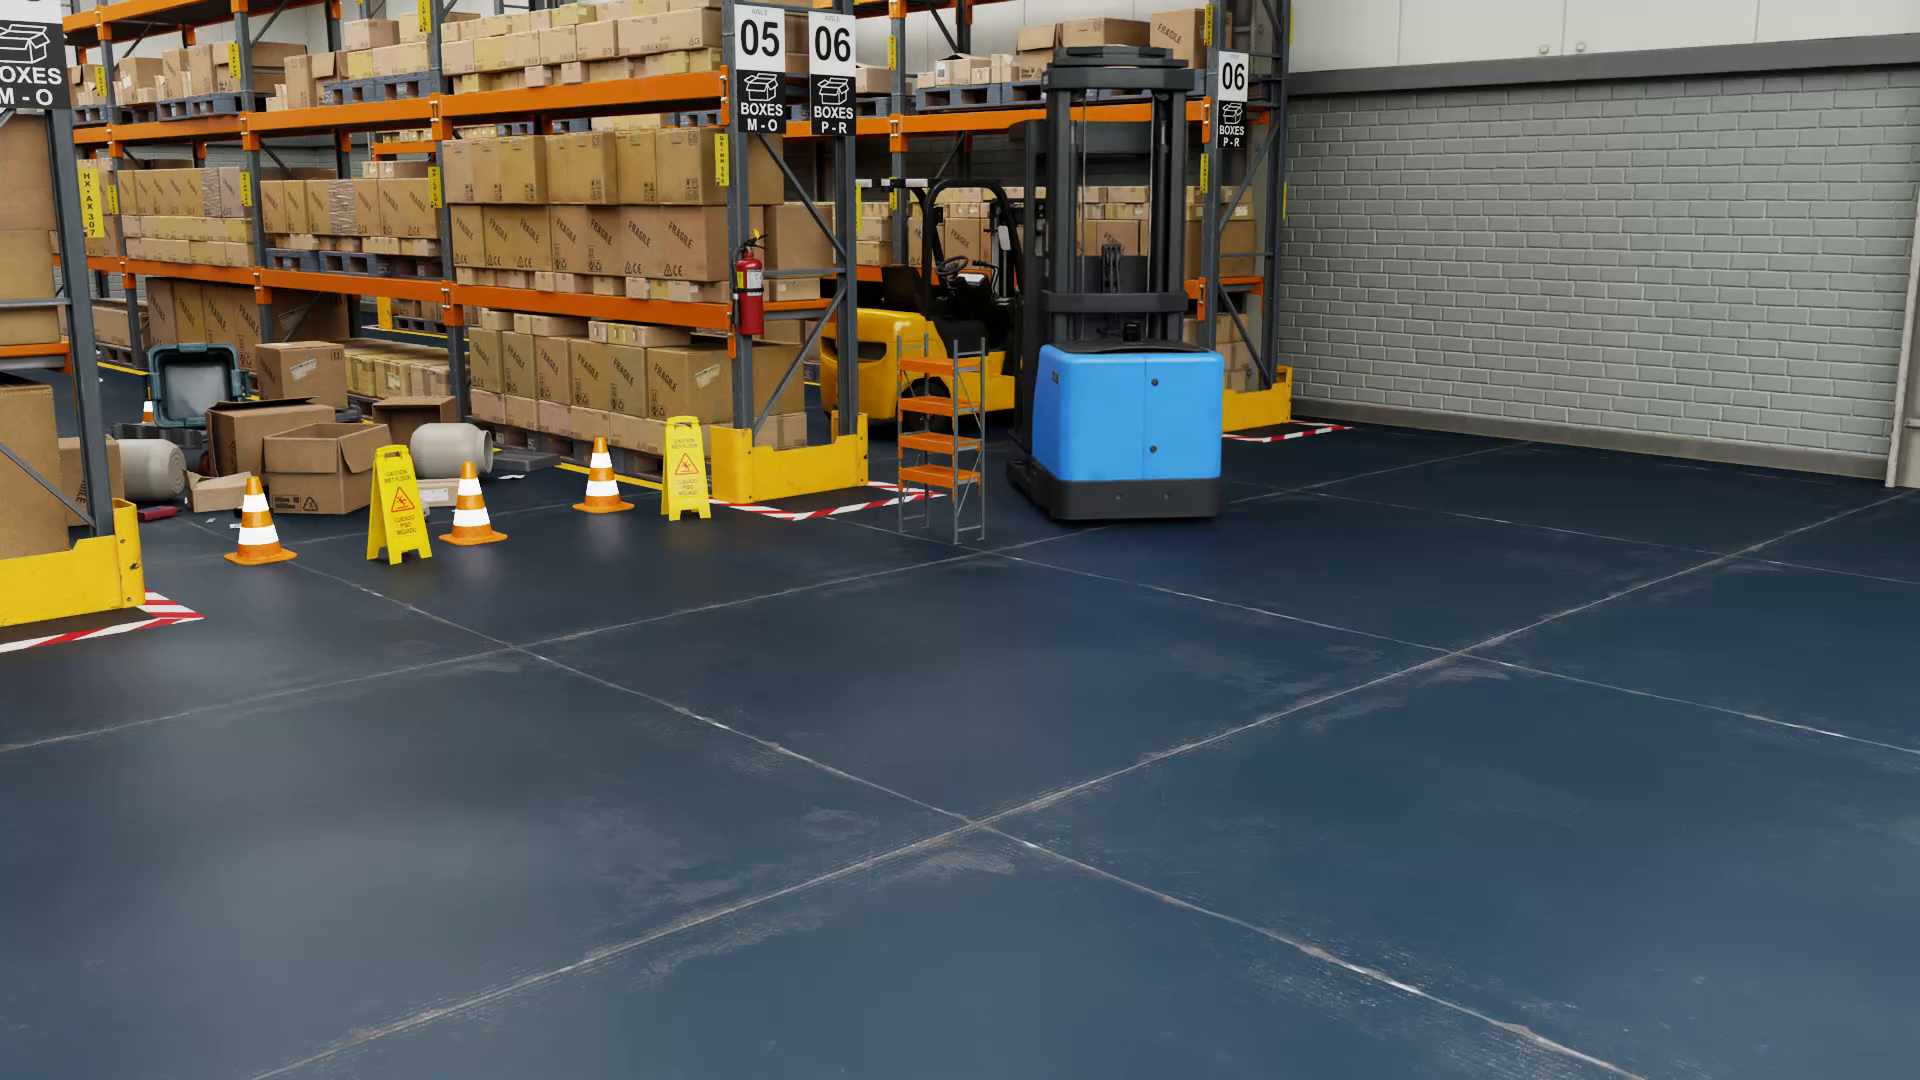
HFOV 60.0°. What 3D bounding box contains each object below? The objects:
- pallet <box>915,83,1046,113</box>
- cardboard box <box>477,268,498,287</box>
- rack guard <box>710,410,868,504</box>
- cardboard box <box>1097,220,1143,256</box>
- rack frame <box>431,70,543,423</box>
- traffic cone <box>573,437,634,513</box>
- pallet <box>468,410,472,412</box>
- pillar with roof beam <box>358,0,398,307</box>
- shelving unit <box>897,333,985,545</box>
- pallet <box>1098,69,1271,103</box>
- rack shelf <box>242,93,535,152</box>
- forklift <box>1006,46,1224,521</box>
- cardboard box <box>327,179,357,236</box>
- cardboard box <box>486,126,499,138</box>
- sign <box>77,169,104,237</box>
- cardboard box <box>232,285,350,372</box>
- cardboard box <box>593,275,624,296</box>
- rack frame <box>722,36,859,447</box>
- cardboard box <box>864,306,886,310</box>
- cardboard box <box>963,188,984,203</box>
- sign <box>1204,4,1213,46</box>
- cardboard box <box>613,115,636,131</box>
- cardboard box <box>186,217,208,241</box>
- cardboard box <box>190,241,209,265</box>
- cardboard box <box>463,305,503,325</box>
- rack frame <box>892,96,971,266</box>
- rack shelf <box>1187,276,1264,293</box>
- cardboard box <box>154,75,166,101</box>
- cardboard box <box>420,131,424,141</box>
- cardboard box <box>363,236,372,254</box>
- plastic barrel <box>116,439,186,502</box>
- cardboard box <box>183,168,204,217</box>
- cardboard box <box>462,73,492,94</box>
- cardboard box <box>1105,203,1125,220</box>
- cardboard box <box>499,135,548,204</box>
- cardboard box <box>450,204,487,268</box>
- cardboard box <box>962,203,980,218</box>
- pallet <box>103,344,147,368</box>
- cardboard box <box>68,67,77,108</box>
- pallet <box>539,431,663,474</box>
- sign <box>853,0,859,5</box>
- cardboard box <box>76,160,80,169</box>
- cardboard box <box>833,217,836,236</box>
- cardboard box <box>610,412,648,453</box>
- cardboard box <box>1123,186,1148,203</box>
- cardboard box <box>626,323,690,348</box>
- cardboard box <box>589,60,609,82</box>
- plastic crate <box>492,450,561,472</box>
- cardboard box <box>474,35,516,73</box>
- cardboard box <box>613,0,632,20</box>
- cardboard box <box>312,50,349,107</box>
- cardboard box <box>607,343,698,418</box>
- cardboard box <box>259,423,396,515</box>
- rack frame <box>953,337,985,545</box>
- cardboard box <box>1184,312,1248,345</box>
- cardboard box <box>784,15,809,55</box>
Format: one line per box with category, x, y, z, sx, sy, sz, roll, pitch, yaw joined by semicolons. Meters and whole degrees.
pallet;0.318;-4.380;16.522;1.003;0.211;1.213;-11;16;-43
cardboard box;-3.680;-2.139;13.483;0.380;0.149;0.250;-10;15;-41
rack guard;-1.168;-0.586;11.515;1.175;0.500;0.348;-11;16;-43
cardboard box;1.591;-2.652;15.103;0.500;0.500;0.500;-10;15;-41
rack frame;-3.878;-2.383;14.042;1.000;3.000;0.127;-11;16;-43
traffic cone;-2.345;-0.439;10.897;0.336;0.463;0.334;-11;16;-43
pallet;-4.416;-1.130;14.874;1.003;0.211;1.213;-11;16;-43
pillar with roof beam;-12.901;-7.684;24.905;9.100;9.000;0.400;-11;16;-43
shelving unit;-0.114;-0.612;9.908;0.258;1.200;0.503;-11;16;-43
pallet;2.003;-4.024;14.793;1.003;0.211;1.213;-11;16;-43
rack shelf;-5.259;-3.791;15.229;1.077;0.370;4.000;-11;16;-43
forklift;0.931;-1.800;11.387;1.130;2.935;3.031;-1;12;-7
cardboard box;-5.420;-3.043;15.222;0.500;0.500;0.500;11;16;43
cardboard box;-6.277;-5.600;22.846;0.380;0.149;0.250;-11;16;-43
sign;-4.220;-1.633;8.065;0.100;0.325;0.005;-11;16;-43
cardboard box;-7.057;-2.244;17.593;0.875;0.875;0.875;-11;16;-43
cardboard box;-2.462;-1.877;12.213;0.380;0.149;0.250;-11;16;-43
rack frame;-1.115;-1.799;11.209;1.000;3.000;0.127;-11;16;-43
cardboard box;-0.659;-2.192;17.961;0.875;0.625;0.625;-10;15;-40
cardboard box;0.247;-3.386;16.319;0.380;0.149;0.250;-10;16;-41
sign;2.070;-4.281;13.827;0.100;0.325;0.005;-11;16;-43
cardboard box;-3.930;-5.169;20.503;0.500;0.250;0.500;-11;16;-42
cardboard box;-7.883;-3.319;17.721;0.500;0.250;0.500;11;16;44
cardboard box;-7.877;-3.079;17.792;0.500;0.250;0.500;-11;16;-43
cardboard box;-6.944;-3.423;24.248;0.500;0.500;0.700;11;16;43
rack frame;-0.290;-3.075;17.402;1.000;3.000;0.127;-11;16;-43
rack shelf;1.091;-2.526;16.038;0.919;0.124;3.809;-11;16;-43
cardboard box;-8.394;-4.844;17.846;0.396;0.266;0.258;-9;15;-38
cardboard box;-7.661;-5.903;24.321;0.380;0.149;0.250;-11;16;-43
cardboard box;-5.127;-2.653;14.935;0.380;0.149;0.250;-11;16;-43
plastic barrel;-5.495;-0.464;11.116;0.512;0.421;0.421;-1;12;-4
cardboard box;-7.885;-3.691;17.668;0.500;0.500;0.500;-11;16;-43
cardboard box;-3.701;-3.603;13.153;0.380;0.149;0.250;-11;16;-42
cardboard box;1.534;-2.987;15.118;0.380;0.149;0.250;-11;16;-43
cardboard box;-3.067;-2.818;12.692;0.700;0.500;0.500;-11;16;-44
cardboard box;-3.775;-2.474;13.502;0.500;0.500;0.500;-11;16;-43
cardboard box;0.236;-3.240;16.350;0.380;0.149;0.250;-10;16;-41
pallet;-9.871;-2.306;20.582;1.003;0.211;1.213;-11;16;-43
cardboard box;-10.881;-5.591;20.648;0.500;0.500;0.500;-11;16;-42
pallet;-2.542;-0.746;13.007;1.003;0.211;1.213;-11;16;-43
sign;-0.723;-3.772;11.185;0.100;0.325;0.005;-11;16;-43
cardboard box;-10.682;-4.602;20.484;0.380;0.149;0.250;-11;16;-44
cardboard box;-1.175;-3.356;17.901;0.500;0.250;0.500;11;16;44
cardboard box;-2.220;-0.815;12.207;0.500;0.250;0.500;-11;16;-42
cardboard box;1.679;-3.092;14.895;0.380;0.149;0.250;-10;16;-41
cardboard box;-2.159;-1.467;11.908;0.380;0.149;0.250;-10;15;-41
cardboard box;-2.428;-3.349;11.921;0.250;0.149;0.380;11;16;44
plastic crate;-3.387;-0.609;12.670;0.583;0.080;0.402;6;13;26
cardboard box;-3.409;-3.748;12.869;0.500;0.250;0.500;-11;16;-43
cardboard box;-2.204;-3.702;11.660;0.380;0.149;0.250;-11;16;-43
cardboard box;-5.566;-4.267;15.501;0.797;0.503;0.637;-11;16;-43
cardboard box;-2.220;-1.181;12.126;0.500;0.500;0.500;-10;15;-40
cardboard box;-4.159;-0.480;10.992;0.637;0.503;0.797;1;12;6
rack frame;0.054;-0.576;9.735;0.240;1.200;0.015;-11;16;-43
cardboard box;2.277;-1.936;15.171;0.500;0.250;0.500;-11;16;-43
cardboard box;-1.270;-3.451;11.427;0.500;0.250;0.500;-11;16;-44
